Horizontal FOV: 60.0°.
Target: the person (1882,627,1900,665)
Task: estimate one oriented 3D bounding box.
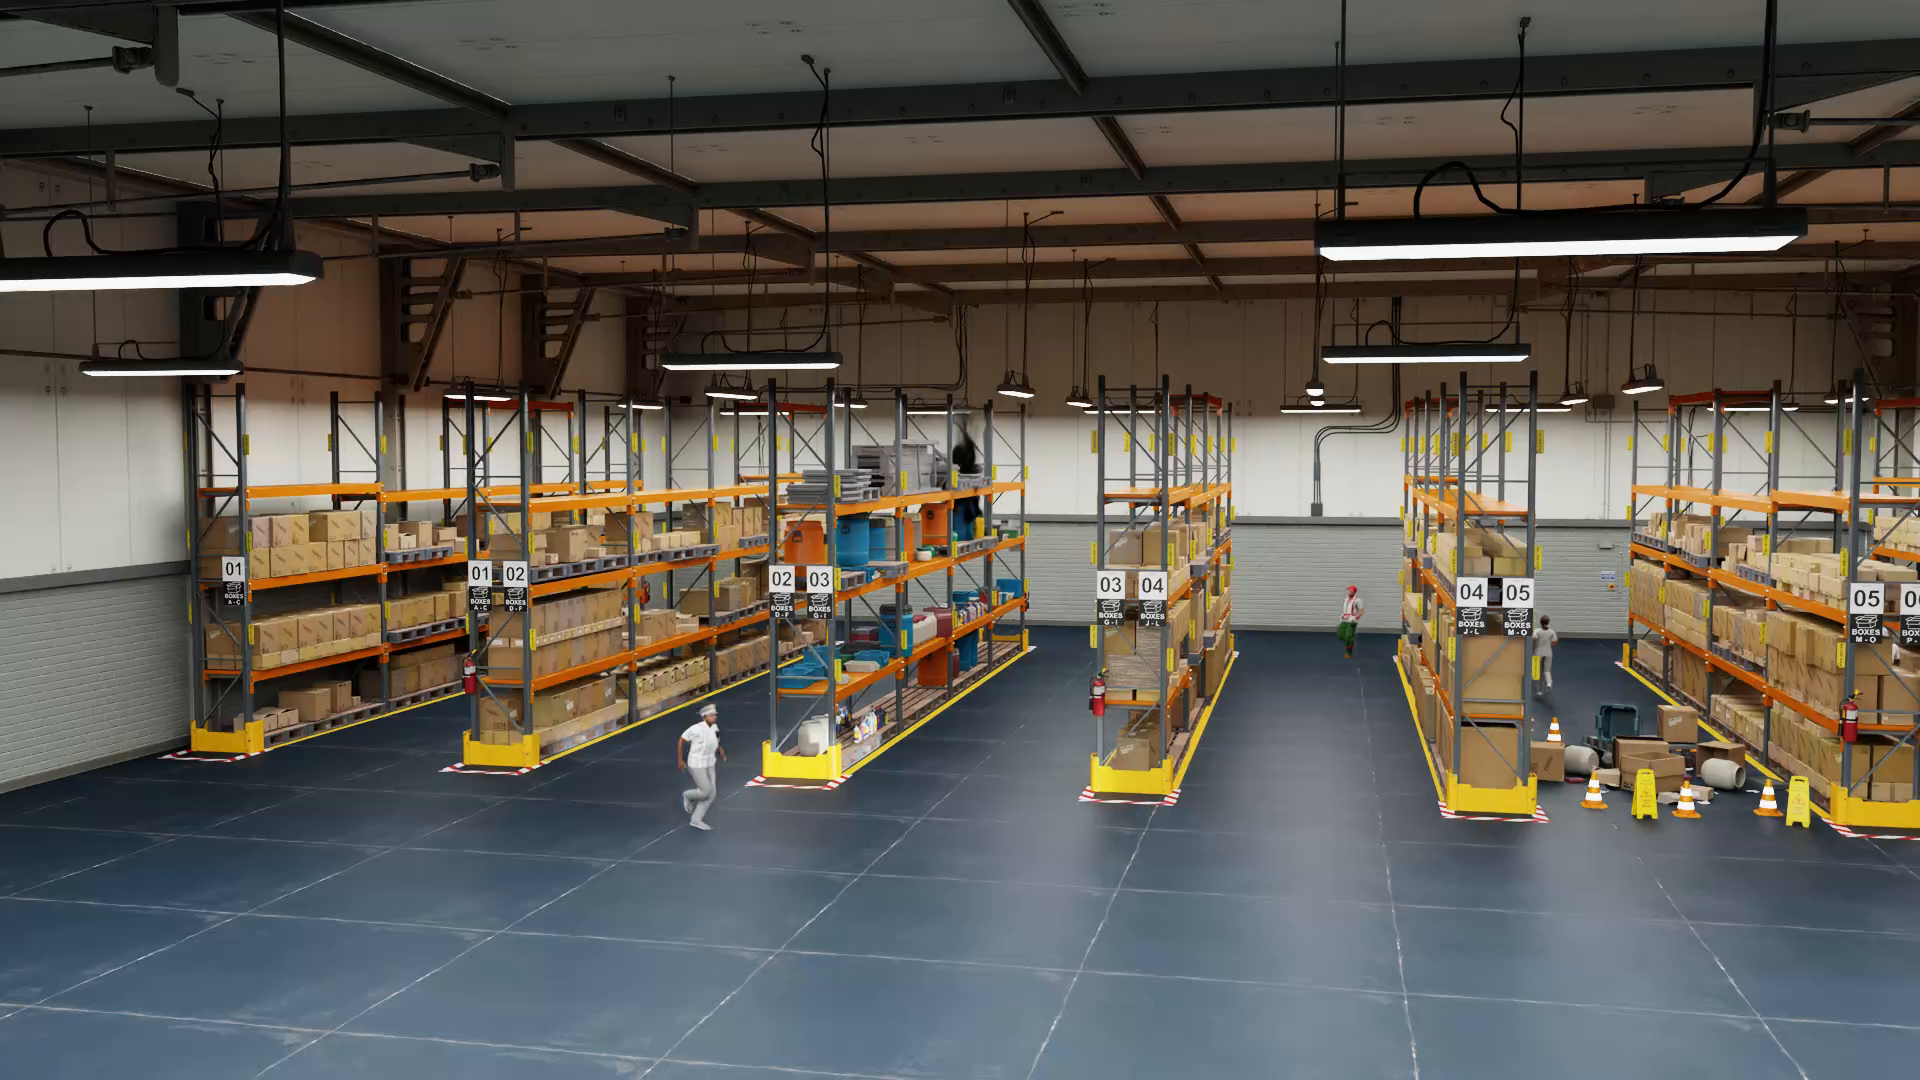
[{"bbox_3d":[16.335,2.439,29.481,0.630,1.811,0.825,1,3,10],"label":"person"}]

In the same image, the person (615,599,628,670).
[{"bbox_3d":[-7.562,2.079,36.977,0.595,1.622,0.561,0,3,3],"label":"person"}]

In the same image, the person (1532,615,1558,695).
[{"bbox_3d":[11.468,2.287,32.739,0.583,1.628,1.027,1,3,10],"label":"person"}]

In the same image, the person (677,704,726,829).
[{"bbox_3d":[-3.340,2.956,21.689,0.641,1.649,0.615,2,4,37],"label":"person"}]

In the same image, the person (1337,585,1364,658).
[{"bbox_3d":[9.176,1.918,39.017,0.552,1.730,0.672,-2,4,-36],"label":"person"}]
